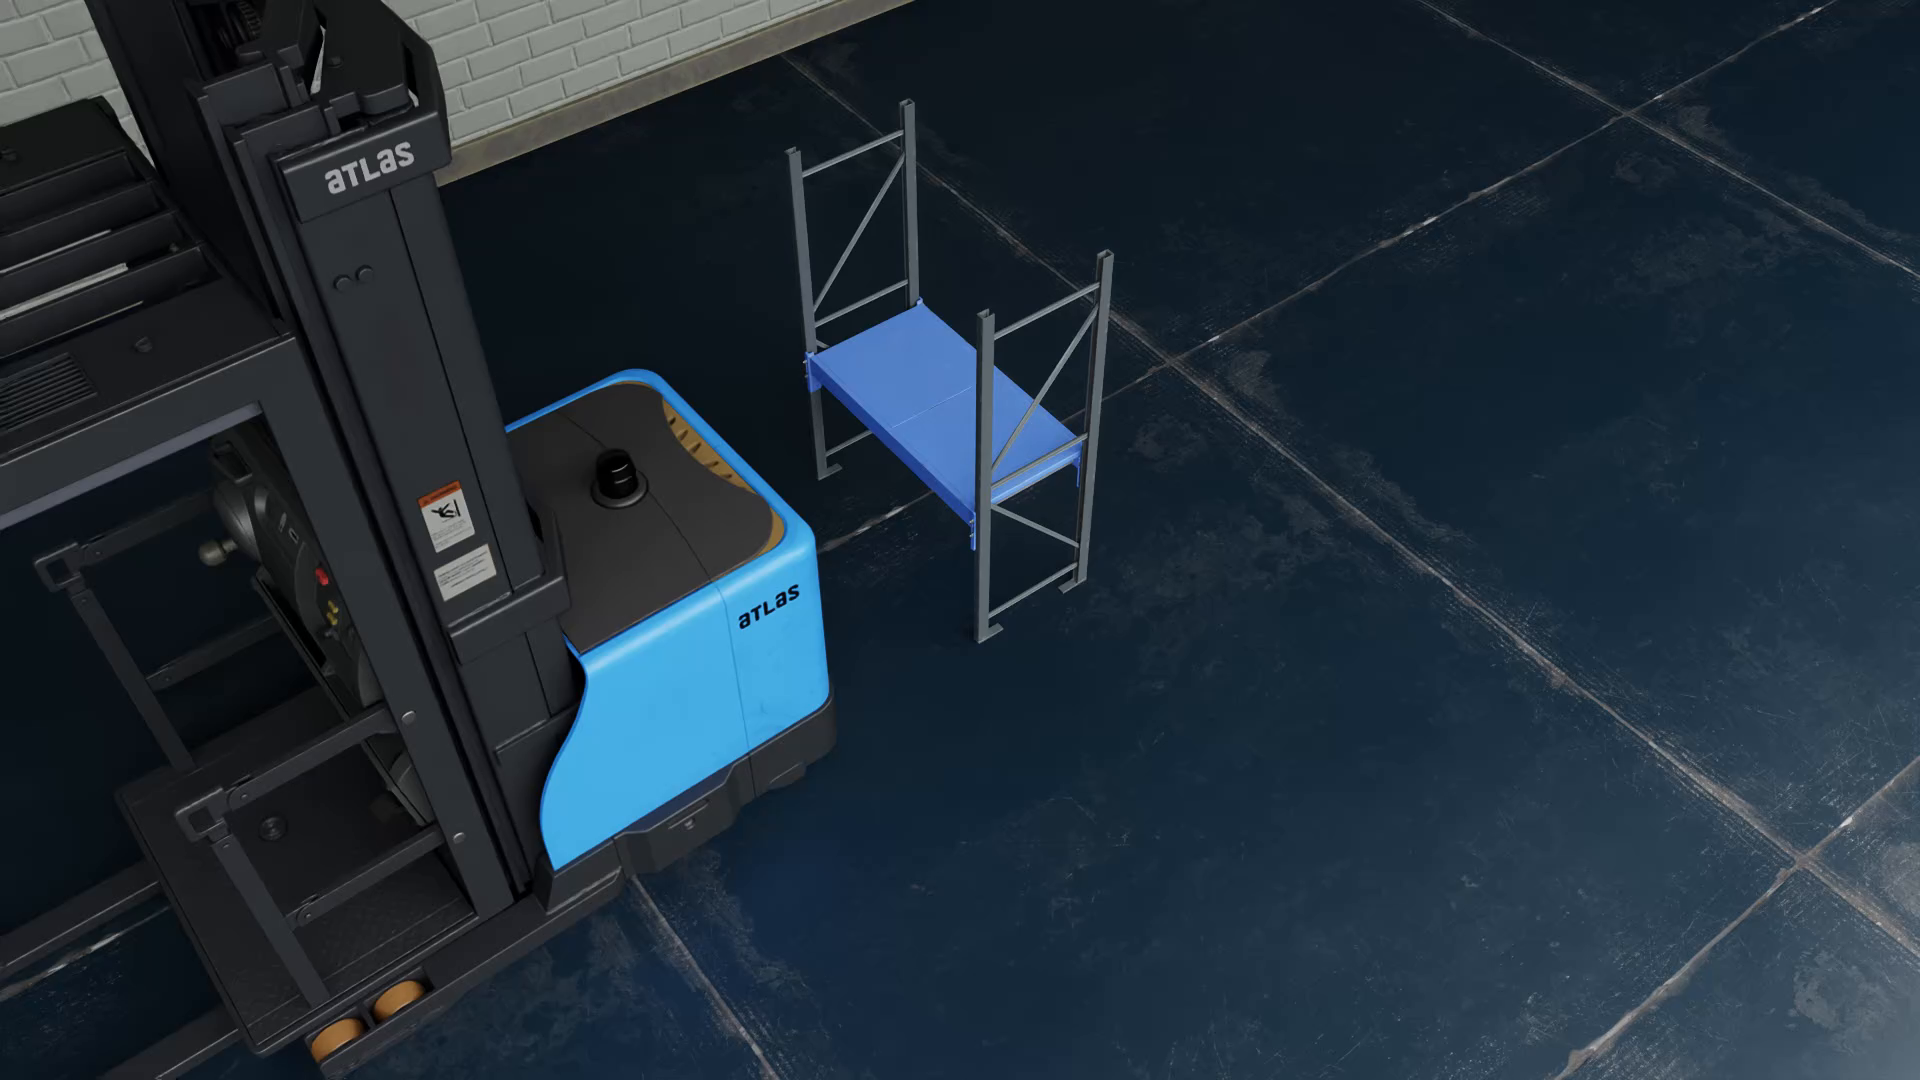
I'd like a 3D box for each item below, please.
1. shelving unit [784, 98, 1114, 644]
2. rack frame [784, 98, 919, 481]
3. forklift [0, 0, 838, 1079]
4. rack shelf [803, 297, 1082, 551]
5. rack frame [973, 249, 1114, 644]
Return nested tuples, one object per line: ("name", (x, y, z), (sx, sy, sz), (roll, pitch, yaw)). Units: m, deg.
("shelving unit", (-0.052, -0.554, 5.740), (0.538, 1.500, 1.048), (-29, 54, -24))
("rack frame", (-0.359, -0.854, 6.012), (0.500, 1.500, 0.032), (-29, 54, -24))
("forklift", (-1.877, 0.120, 4.163), (3.031, 2.935, 1.130), (-30, 55, -25))
("rack shelf", (-0.052, -0.433, 5.873), (0.538, 0.185, 1.000), (-29, 54, -24))
("rack frame", (0.256, -0.254, 5.468), (0.500, 1.500, 0.032), (-29, 54, -24))
